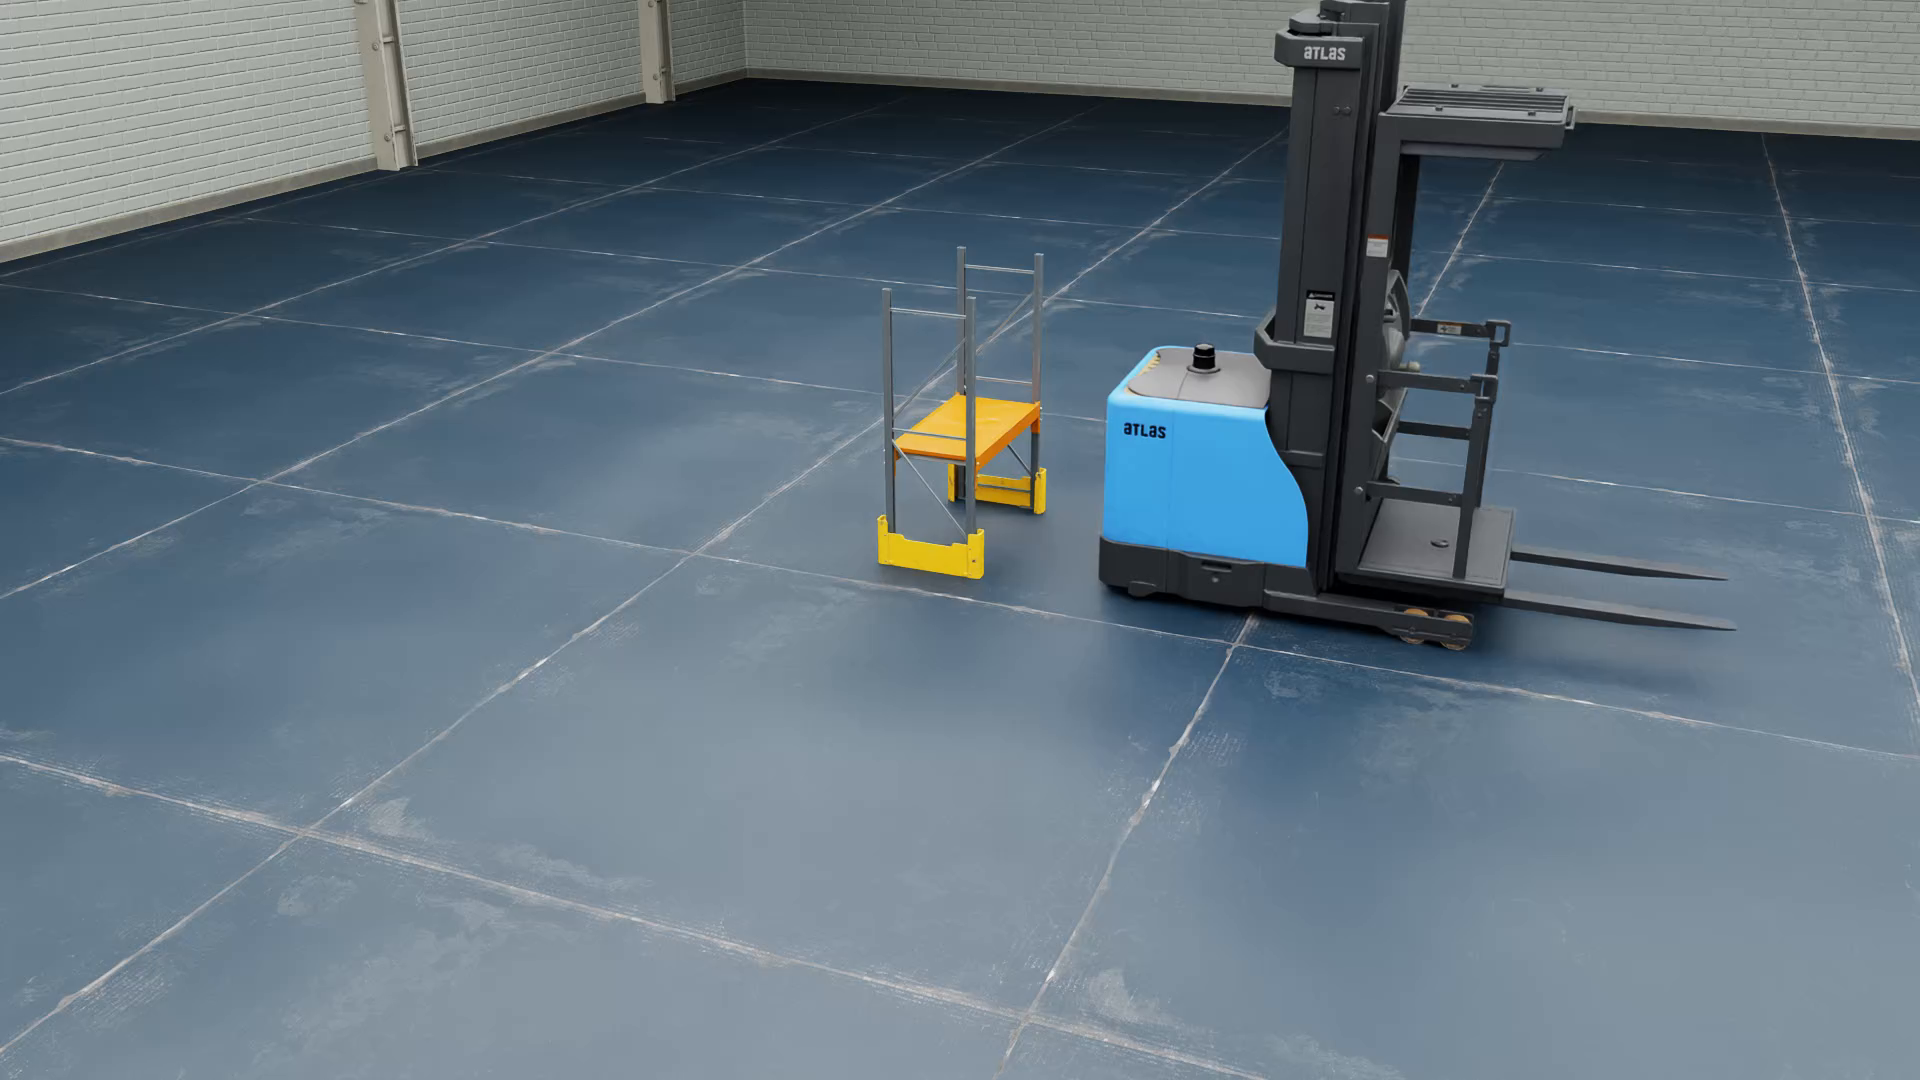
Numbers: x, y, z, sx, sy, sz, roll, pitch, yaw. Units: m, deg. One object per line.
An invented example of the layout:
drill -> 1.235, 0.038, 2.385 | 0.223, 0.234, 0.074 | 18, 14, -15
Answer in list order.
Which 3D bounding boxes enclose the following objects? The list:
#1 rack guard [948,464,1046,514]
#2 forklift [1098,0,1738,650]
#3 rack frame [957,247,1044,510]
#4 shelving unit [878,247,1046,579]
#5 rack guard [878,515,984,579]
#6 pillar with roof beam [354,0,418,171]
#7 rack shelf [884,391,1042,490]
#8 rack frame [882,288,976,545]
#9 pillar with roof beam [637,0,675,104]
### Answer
rack guard -> 0.213, -0.321, 9.694 | 0.587, 0.250, 0.087 | 9, 24, 20
forklift -> 2.288, -1.056, 7.976 | 3.031, 2.935, 1.130 | 8, 24, 19
rack frame -> 0.221, -0.904, 9.470 | 0.500, 1.500, 0.032 | 9, 24, 20
shelving unit -> 0.028, -0.719, 9.026 | 0.587, 1.500, 1.083 | 9, 24, 20
rack guard -> -0.157, 0.036, 8.840 | 0.587, 0.250, 0.087 | 9, 24, 20
pillar with roof beam -> -2.762, -8.015, 16.763 | 9.100, 9.000, 0.400 | 9, 24, 20
rack shelf -> 0.032, -0.557, 9.103 | 0.538, 0.185, 1.000 | 9, 24, 20
rack frame -> -0.157, -0.541, 8.598 | 0.500, 1.500, 0.032 | 9, 24, 20
pillar with roof beam -> -0.534, -10.162, 21.904 | 9.100, 9.000, 0.400 | 9, 24, 20
